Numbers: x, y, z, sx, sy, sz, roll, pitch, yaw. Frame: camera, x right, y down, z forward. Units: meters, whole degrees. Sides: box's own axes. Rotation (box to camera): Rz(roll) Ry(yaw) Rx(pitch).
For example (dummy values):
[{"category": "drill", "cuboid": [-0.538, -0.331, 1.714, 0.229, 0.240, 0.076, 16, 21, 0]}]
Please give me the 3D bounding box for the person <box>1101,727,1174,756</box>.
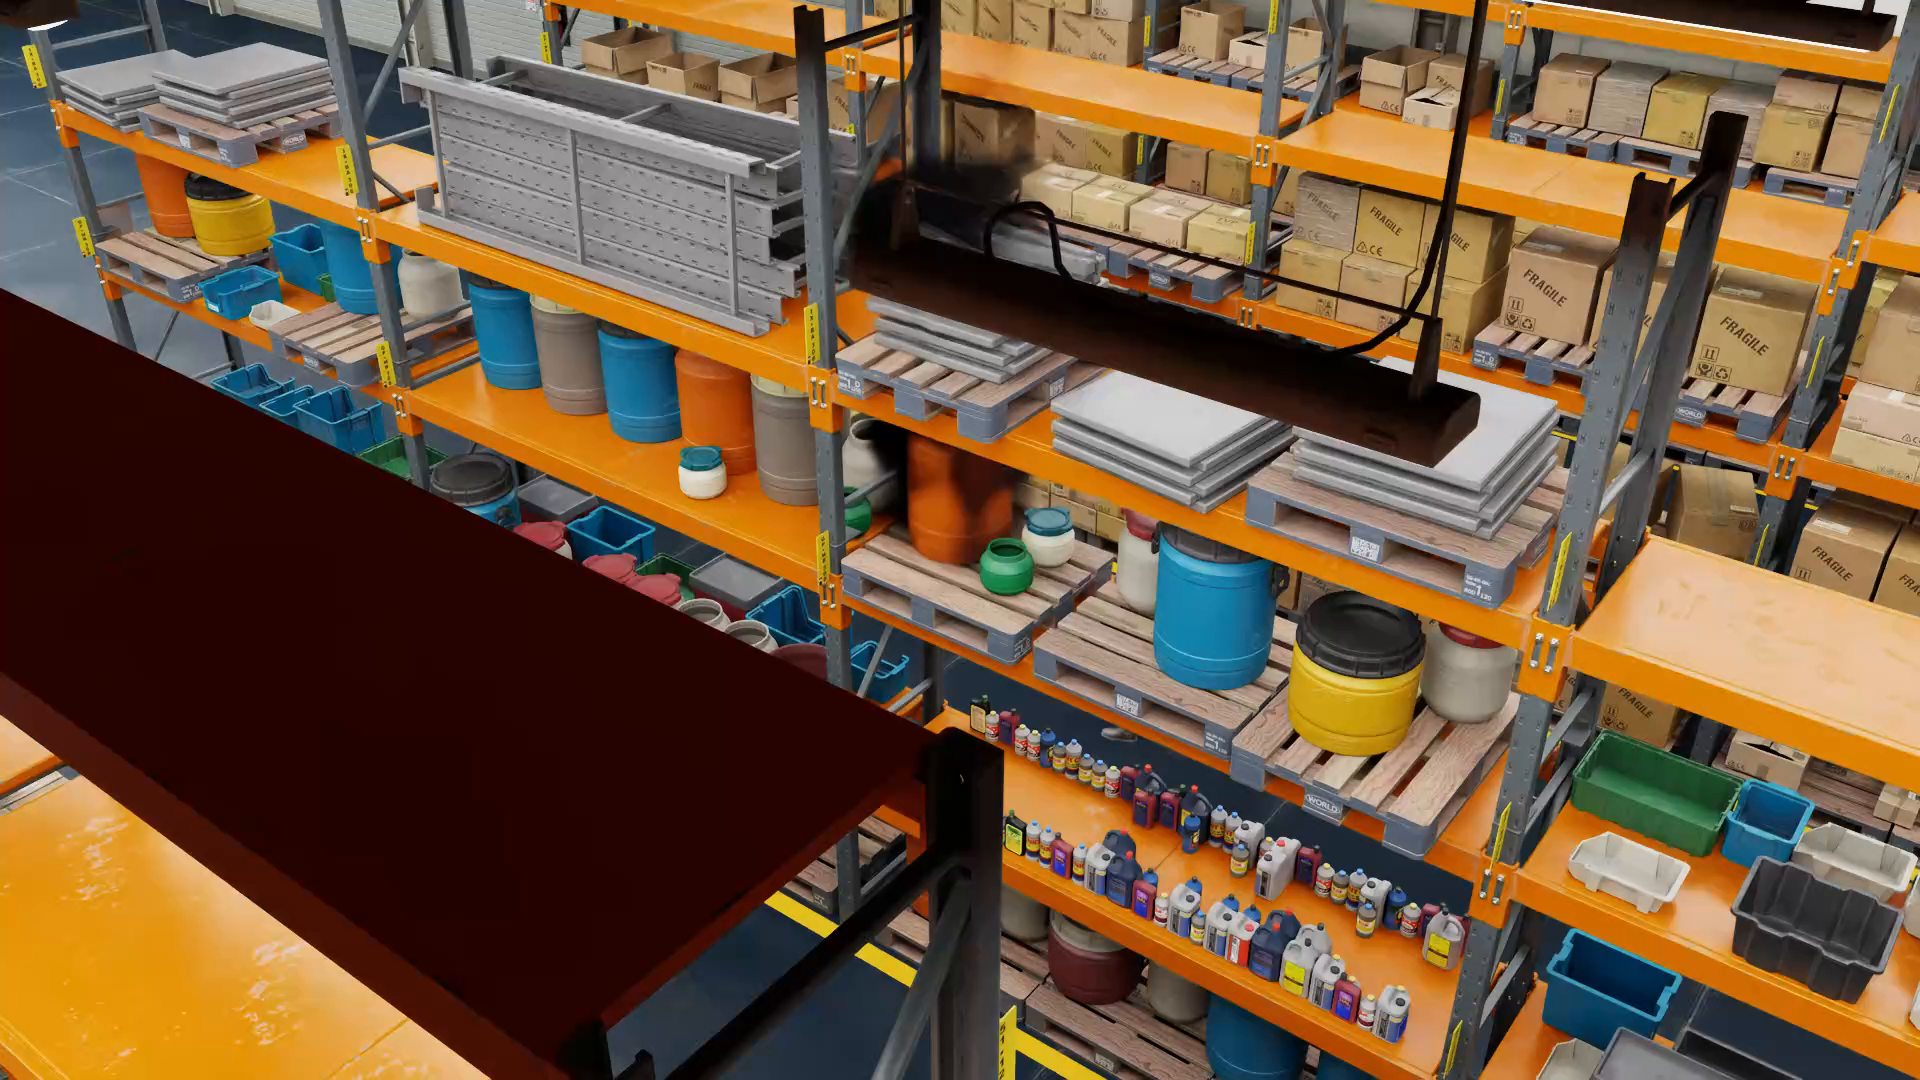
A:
[{"category": "person", "cuboid": [1.373, 0.789, 11.855, 0.656, 1.686, 0.643, 22, 38, 31]}]
